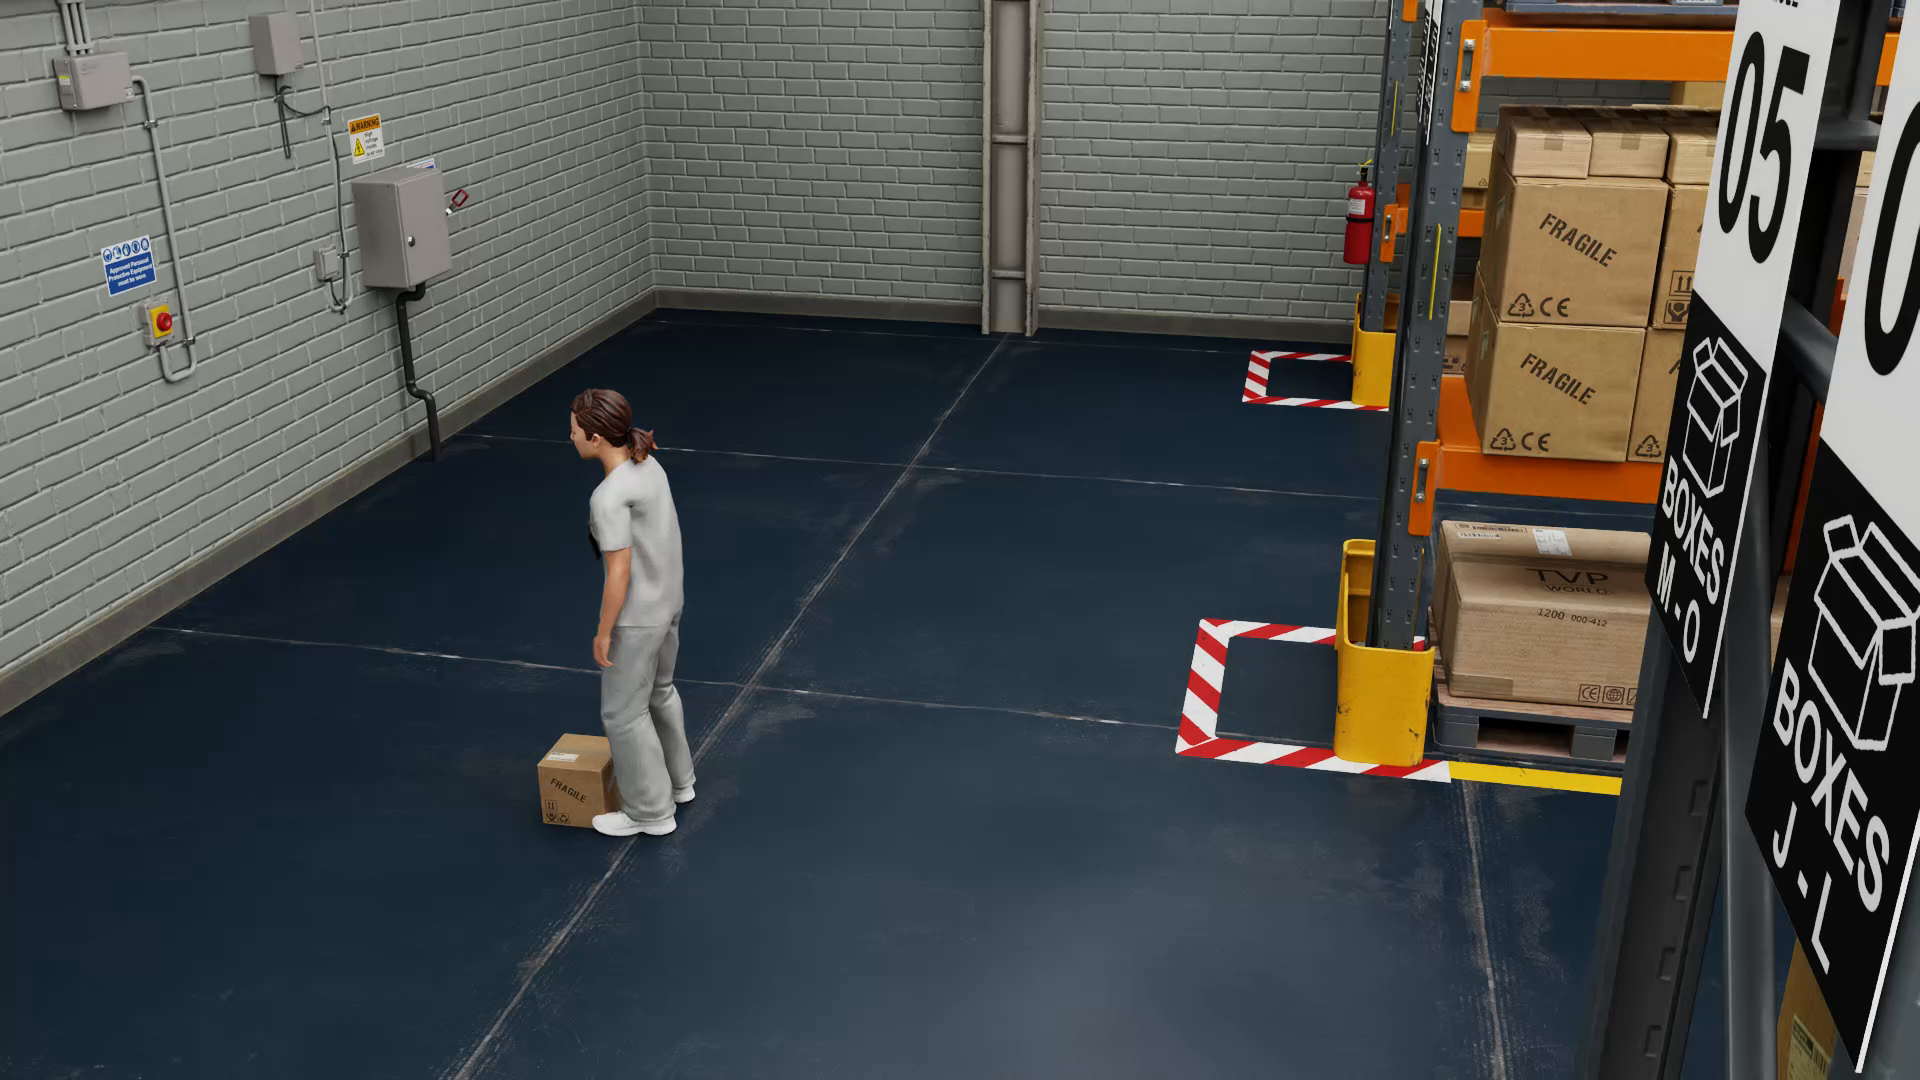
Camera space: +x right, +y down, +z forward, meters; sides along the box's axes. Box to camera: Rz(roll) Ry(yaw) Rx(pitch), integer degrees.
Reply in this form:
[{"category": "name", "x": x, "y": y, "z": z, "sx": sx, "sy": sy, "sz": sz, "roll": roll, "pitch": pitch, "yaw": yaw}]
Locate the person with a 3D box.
[{"category": "person", "x": -1.165, "y": 0.246, "z": 5.928, "sx": 0.353, "sy": 1.644, "sz": 0.511, "roll": 3, "pitch": 22, "yaw": 9}]
